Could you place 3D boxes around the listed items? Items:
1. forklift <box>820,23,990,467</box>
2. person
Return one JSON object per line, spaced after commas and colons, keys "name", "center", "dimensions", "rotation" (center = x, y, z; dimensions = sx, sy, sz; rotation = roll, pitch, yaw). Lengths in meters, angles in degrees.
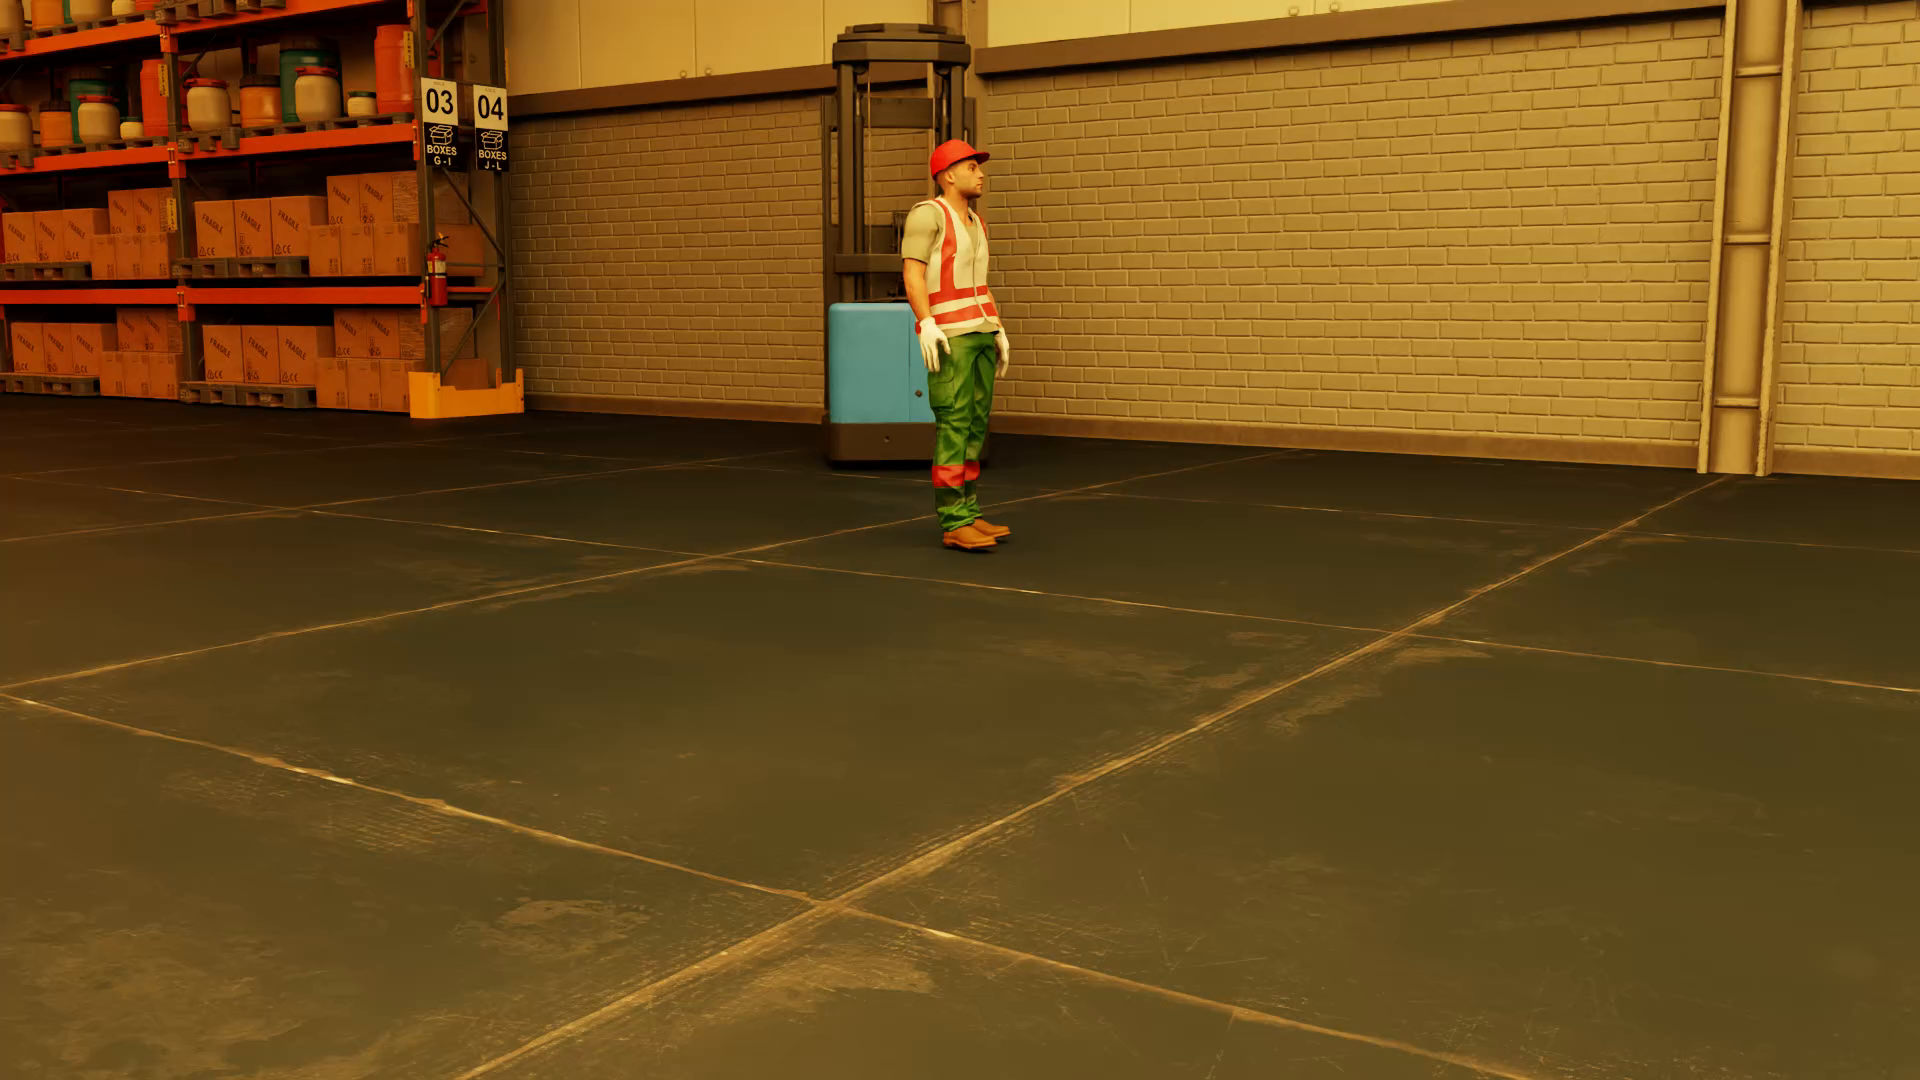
{"name": "forklift", "center": [-0.449, -2.106, 12.006], "dimensions": [1.130, 2.935, 3.031], "rotation": [-1, 8, -5]}
{"name": "person", "center": [0.059, -0.885, 7.422], "dimensions": [0.564, 1.787, 0.637], "rotation": [5, 10, 34]}
